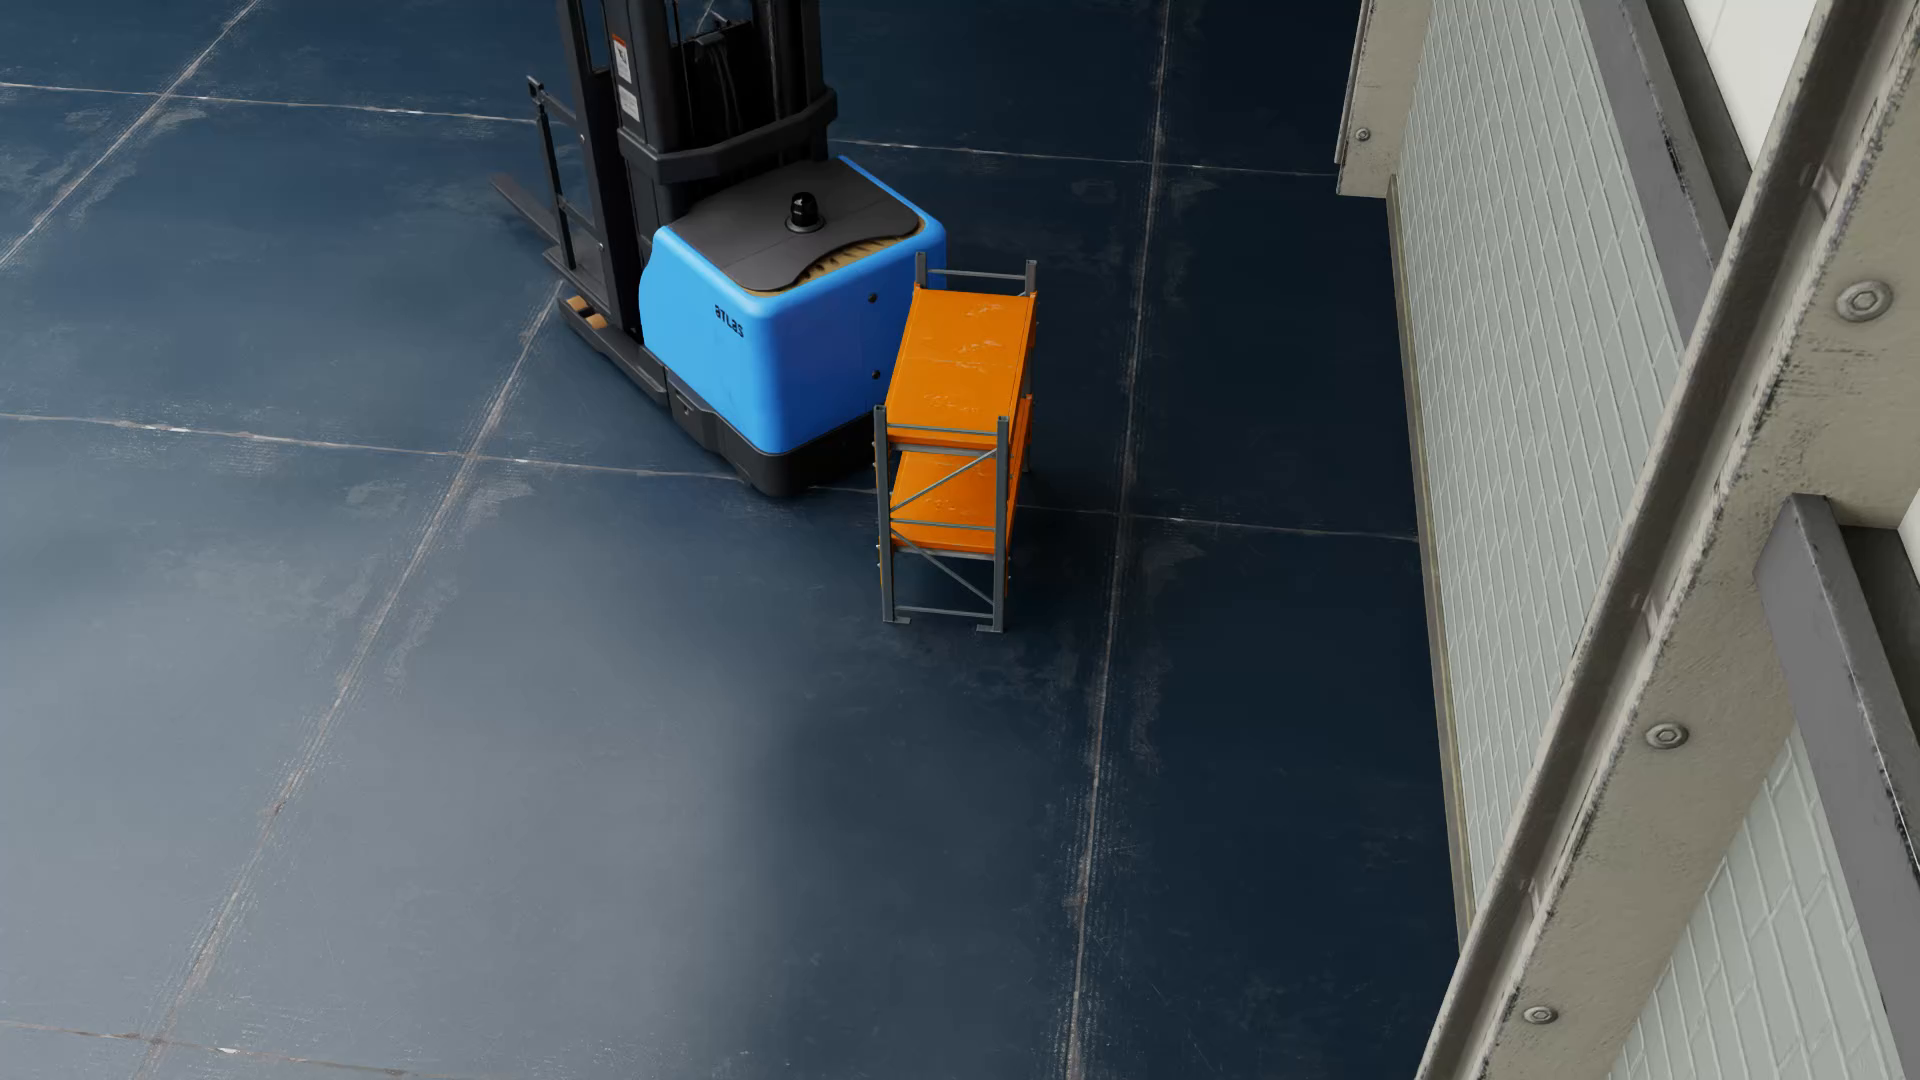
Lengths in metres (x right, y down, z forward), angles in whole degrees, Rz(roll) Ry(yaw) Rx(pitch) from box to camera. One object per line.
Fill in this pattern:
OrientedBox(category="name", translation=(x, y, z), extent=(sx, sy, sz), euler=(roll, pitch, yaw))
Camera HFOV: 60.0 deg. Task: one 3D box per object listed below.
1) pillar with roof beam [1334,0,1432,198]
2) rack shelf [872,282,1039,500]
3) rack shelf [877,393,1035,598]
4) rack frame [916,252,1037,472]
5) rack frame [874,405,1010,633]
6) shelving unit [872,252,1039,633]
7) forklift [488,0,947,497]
OrientedBox(category="pillar with roof beam", translation=(-1.984, -5.709, 6.735), extent=(9.100, 9.000, 0.400), euler=(5, 44, 6))
OrientedBox(category="rack shelf", translation=(-0.001, -0.616, 6.657), extent=(0.538, 0.278, 1.000), euler=(5, 44, 6))
OrientedBox(category="rack shelf", translation=(-0.001, -0.226, 7.026), extent=(0.538, 0.278, 1.000), euler=(5, 44, 6))
OrientedBox(category="rack frame", translation=(0.066, -0.750, 7.224), extent=(0.500, 1.125, 0.032), euler=(5, 44, 6))
OrientedBox(category="rack frame", translation=(-0.068, -0.057, 6.492), extent=(0.500, 1.125, 0.032), euler=(5, 44, 6))
OrientedBox(category="shelving unit", translation=(-0.001, -0.404, 6.858), extent=(0.538, 1.125, 1.048), euler=(5, 44, 6))
OrientedBox(category="forklift", translation=(-1.355, -2.210, 7.452), extent=(1.130, 2.935, 3.031), euler=(-29, 50, -27))
